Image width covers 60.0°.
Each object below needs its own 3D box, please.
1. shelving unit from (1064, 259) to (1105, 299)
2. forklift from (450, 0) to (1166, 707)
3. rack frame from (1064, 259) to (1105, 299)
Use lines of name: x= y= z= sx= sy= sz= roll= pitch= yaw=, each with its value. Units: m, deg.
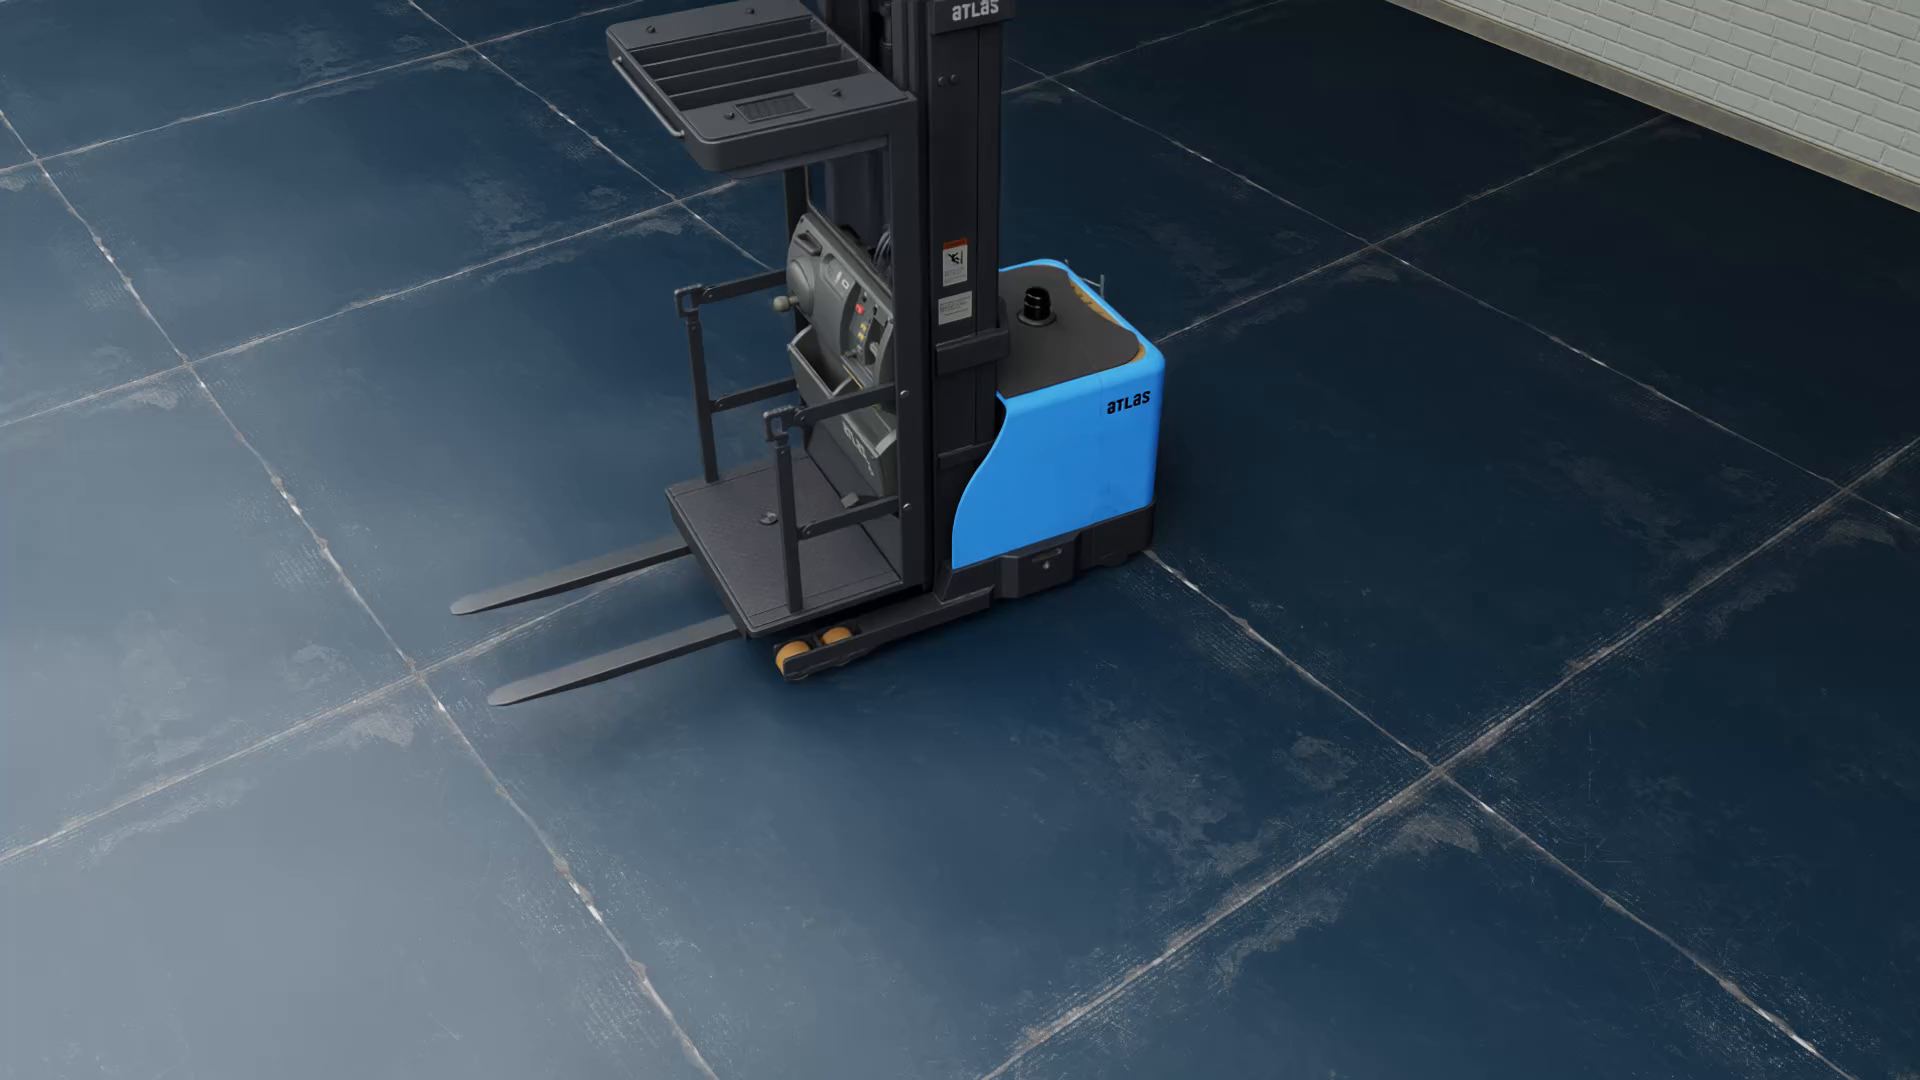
shelving unit: x=0.526 y=-0.900 z=8.137 sx=0.258 sy=0.900 sz=0.210 roll=29 pitch=47 yaw=30
forklift: x=-0.664 y=-0.924 z=6.566 sx=3.031 sy=2.935 sz=1.130 roll=-18 pitch=43 yaw=-20
rack frame: x=0.593 y=-0.949 z=8.197 sx=0.240 sy=0.900 sz=0.006 roll=29 pitch=47 yaw=30
